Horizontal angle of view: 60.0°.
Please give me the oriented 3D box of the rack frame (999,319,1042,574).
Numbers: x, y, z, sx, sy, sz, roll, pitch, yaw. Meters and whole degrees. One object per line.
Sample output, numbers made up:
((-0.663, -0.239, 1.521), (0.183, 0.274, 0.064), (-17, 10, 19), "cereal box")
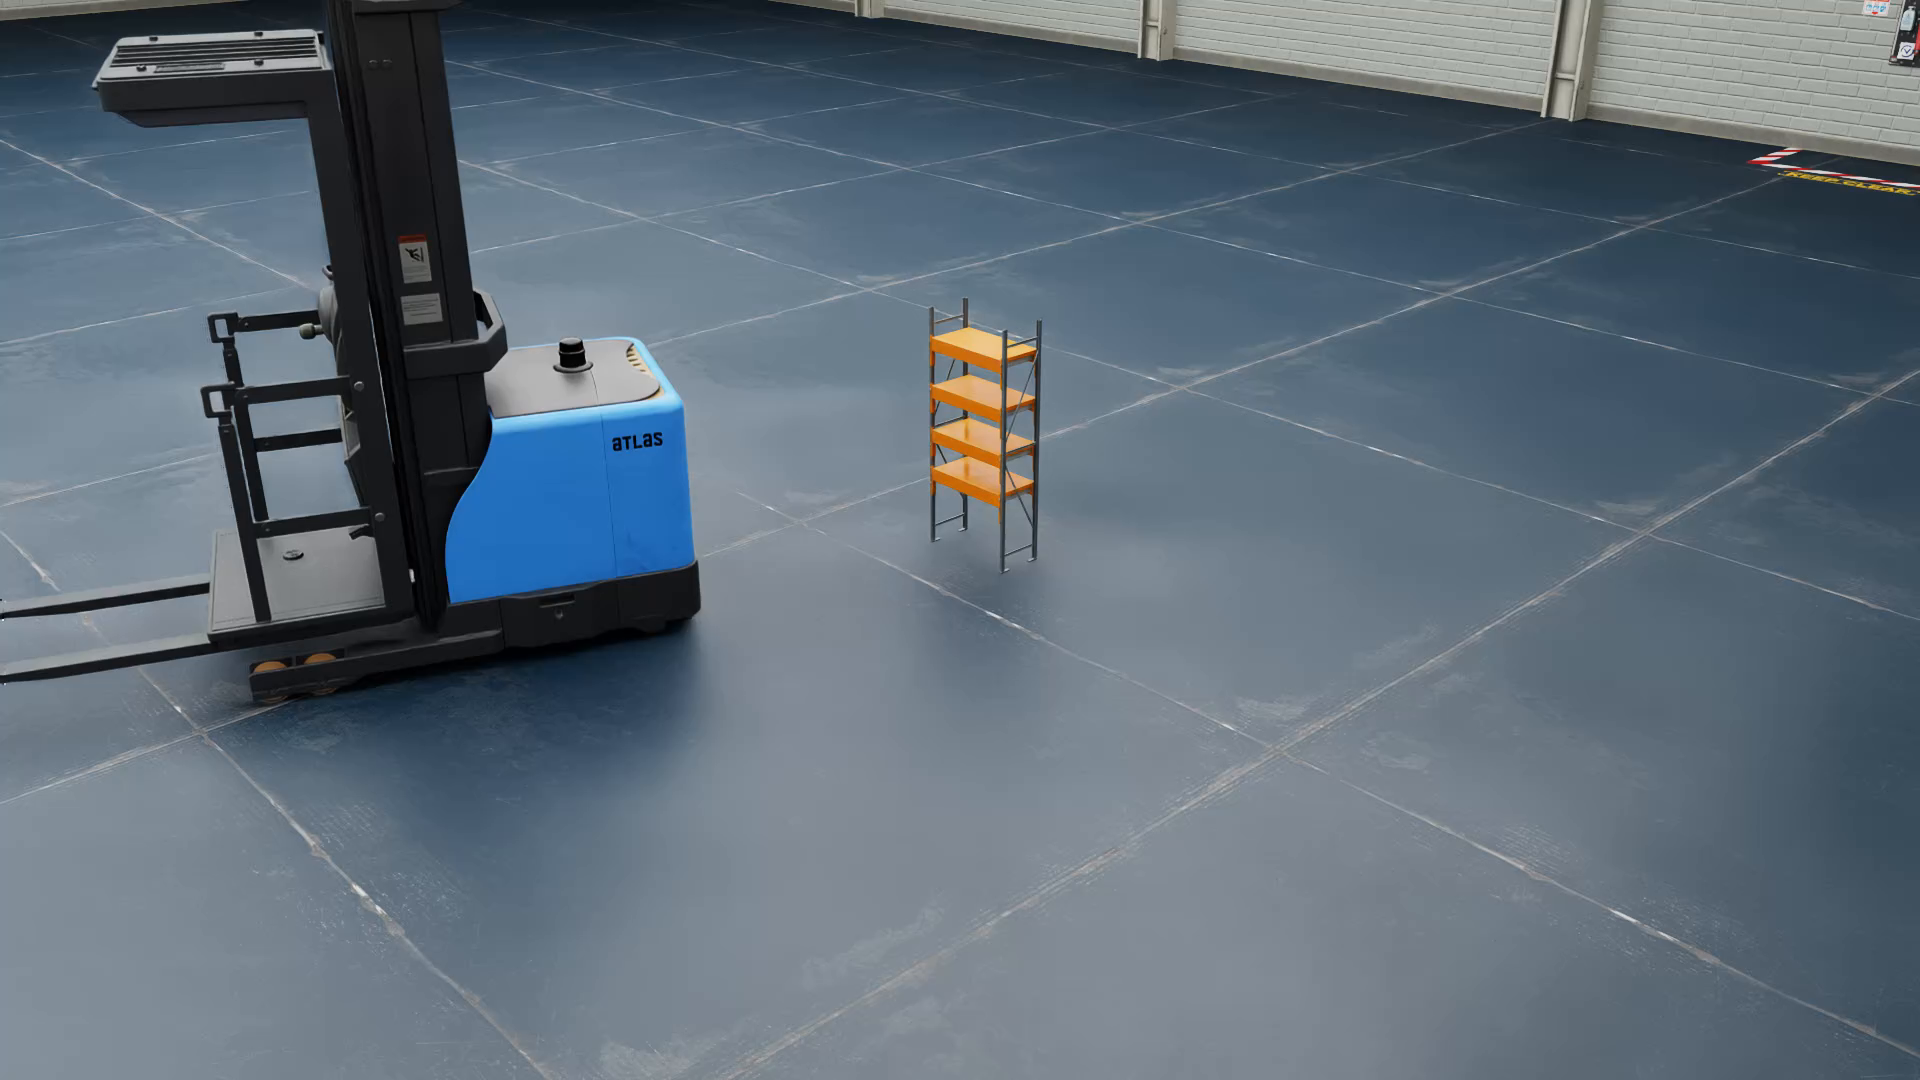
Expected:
((0.280, -0.422, 7.729), (0.240, 1.200, 0.015), (-21, 32, -38), "rack frame")

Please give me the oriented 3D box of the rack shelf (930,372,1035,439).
((0.113, -0.638, 7.826), (0.258, 0.148, 0.480), (-21, 32, -38), "rack shelf")

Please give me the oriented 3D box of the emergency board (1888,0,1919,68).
((9.211, -5.053, 15.712), (0.157, 1.169, 0.626), (-21, 32, -38), "emergency board")

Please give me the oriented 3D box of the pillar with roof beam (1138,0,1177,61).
((-0.479, -9.429, 18.077), (9.100, 9.000, 0.400), (-21, 32, -38), "pillar with roof beam")

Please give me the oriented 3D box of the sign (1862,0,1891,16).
((8.901, -5.258, 16.118), (0.001, 0.329, 0.234), (-21, 32, -38), "sign")

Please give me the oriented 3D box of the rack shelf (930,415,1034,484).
((0.113, -0.435, 7.919), (0.258, 0.148, 0.480), (-21, 32, -38), "rack shelf")

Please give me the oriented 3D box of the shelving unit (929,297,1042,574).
((0.113, -0.496, 7.891), (0.258, 1.200, 0.503), (-21, 32, -38), "shelving unit")

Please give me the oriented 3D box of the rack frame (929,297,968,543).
((-0.054, -0.570, 8.053), (0.240, 1.200, 0.015), (-21, 32, -38), "rack frame")

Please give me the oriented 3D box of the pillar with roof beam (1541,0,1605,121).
((3.621, -7.611, 14.092), (9.100, 9.000, 0.400), (-21, 32, -38), "pillar with roof beam")

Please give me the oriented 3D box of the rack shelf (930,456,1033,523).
((0.113, -0.254, 8.001), (0.258, 0.148, 0.480), (-21, 32, -38), "rack shelf")

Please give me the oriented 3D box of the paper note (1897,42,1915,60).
((9.133, -4.717, 16.038), (0.016, 0.148, 0.142), (-21, 32, -38), "paper note")

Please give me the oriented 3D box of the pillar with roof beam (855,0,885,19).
((-4.580, -11.247, 22.062), (9.100, 9.000, 0.400), (-21, 32, -38), "pillar with roof beam")

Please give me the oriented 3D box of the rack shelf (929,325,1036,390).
((0.113, -0.853, 7.728), (0.258, 0.148, 0.480), (-21, 32, -38), "rack shelf")

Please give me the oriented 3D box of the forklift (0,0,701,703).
((-2.725, -0.916, 6.725), (3.031, 2.935, 1.130), (-9, 26, -19), "forklift")
